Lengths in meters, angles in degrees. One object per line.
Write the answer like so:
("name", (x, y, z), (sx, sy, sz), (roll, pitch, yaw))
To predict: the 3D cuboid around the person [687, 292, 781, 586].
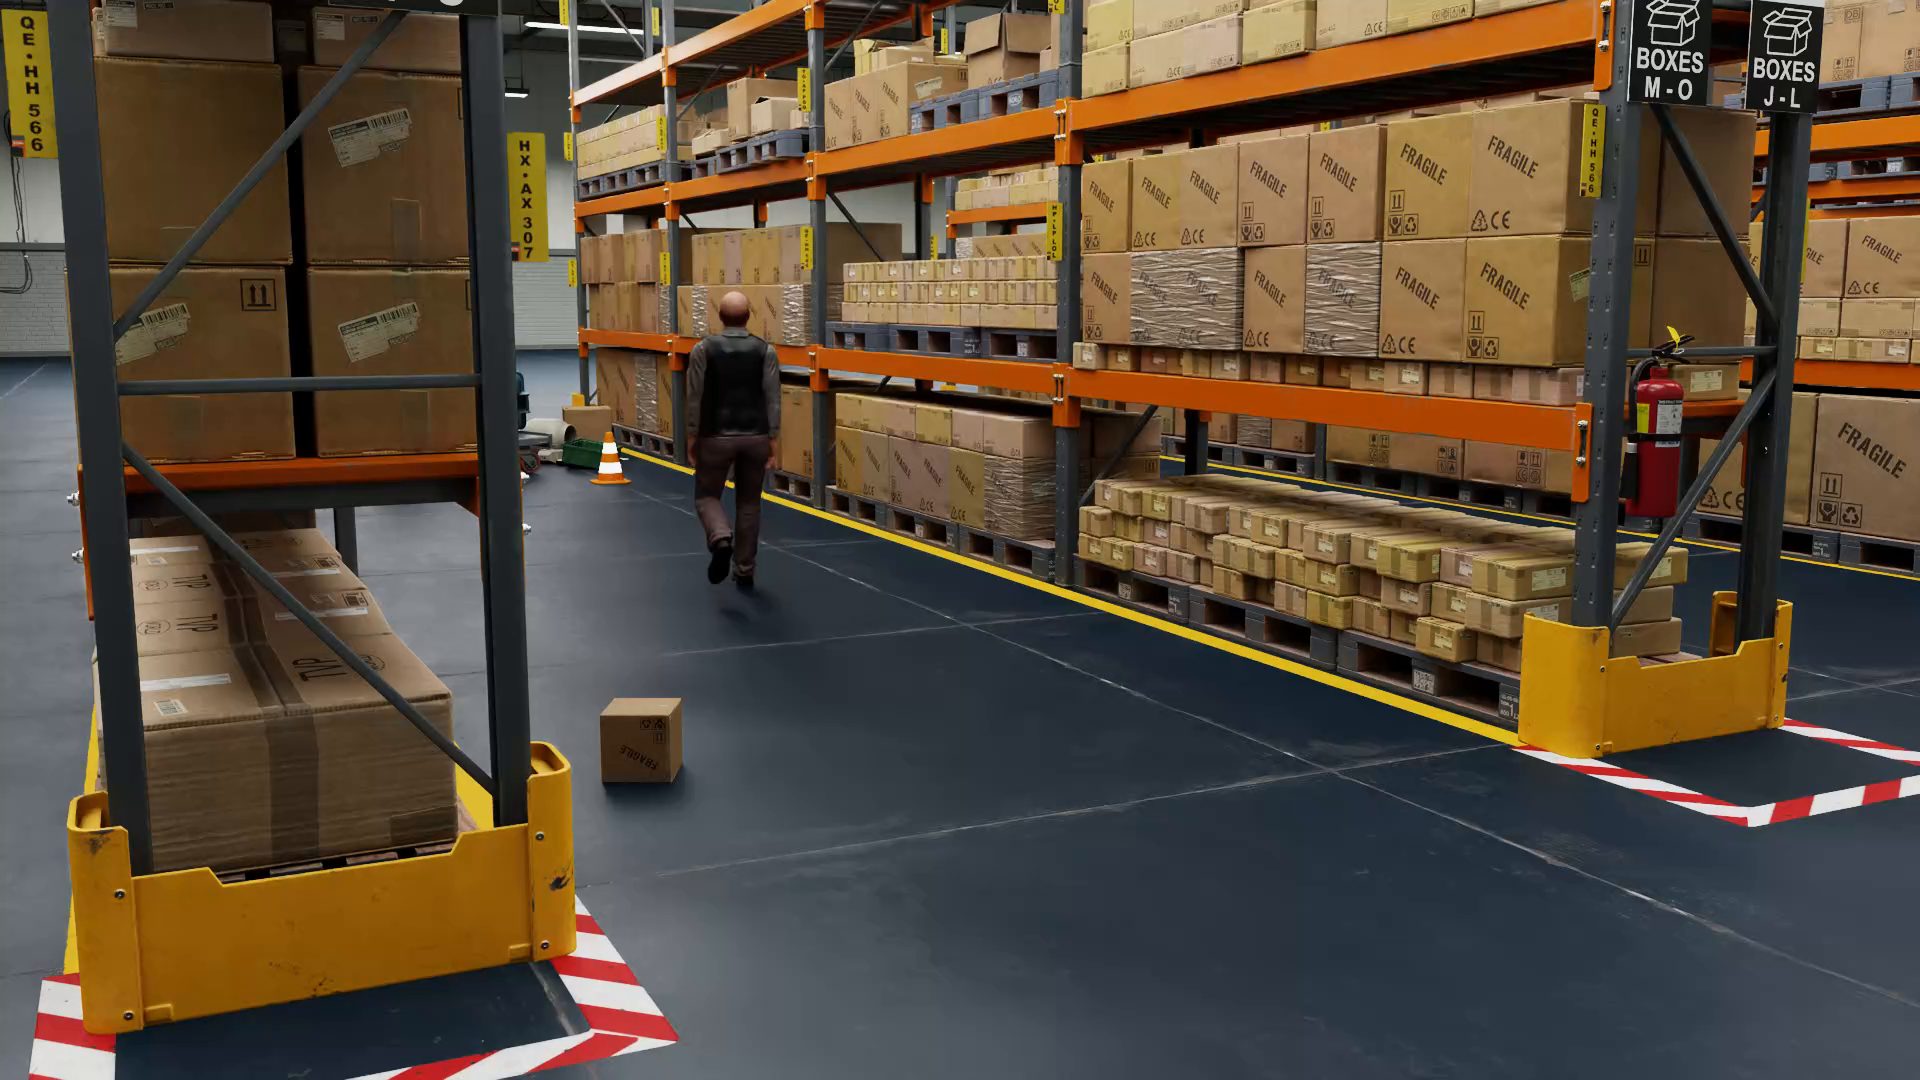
("person", (-1.305, -0.573, 9.619), (0.543, 1.709, 0.597), (-2, 9, -15))
